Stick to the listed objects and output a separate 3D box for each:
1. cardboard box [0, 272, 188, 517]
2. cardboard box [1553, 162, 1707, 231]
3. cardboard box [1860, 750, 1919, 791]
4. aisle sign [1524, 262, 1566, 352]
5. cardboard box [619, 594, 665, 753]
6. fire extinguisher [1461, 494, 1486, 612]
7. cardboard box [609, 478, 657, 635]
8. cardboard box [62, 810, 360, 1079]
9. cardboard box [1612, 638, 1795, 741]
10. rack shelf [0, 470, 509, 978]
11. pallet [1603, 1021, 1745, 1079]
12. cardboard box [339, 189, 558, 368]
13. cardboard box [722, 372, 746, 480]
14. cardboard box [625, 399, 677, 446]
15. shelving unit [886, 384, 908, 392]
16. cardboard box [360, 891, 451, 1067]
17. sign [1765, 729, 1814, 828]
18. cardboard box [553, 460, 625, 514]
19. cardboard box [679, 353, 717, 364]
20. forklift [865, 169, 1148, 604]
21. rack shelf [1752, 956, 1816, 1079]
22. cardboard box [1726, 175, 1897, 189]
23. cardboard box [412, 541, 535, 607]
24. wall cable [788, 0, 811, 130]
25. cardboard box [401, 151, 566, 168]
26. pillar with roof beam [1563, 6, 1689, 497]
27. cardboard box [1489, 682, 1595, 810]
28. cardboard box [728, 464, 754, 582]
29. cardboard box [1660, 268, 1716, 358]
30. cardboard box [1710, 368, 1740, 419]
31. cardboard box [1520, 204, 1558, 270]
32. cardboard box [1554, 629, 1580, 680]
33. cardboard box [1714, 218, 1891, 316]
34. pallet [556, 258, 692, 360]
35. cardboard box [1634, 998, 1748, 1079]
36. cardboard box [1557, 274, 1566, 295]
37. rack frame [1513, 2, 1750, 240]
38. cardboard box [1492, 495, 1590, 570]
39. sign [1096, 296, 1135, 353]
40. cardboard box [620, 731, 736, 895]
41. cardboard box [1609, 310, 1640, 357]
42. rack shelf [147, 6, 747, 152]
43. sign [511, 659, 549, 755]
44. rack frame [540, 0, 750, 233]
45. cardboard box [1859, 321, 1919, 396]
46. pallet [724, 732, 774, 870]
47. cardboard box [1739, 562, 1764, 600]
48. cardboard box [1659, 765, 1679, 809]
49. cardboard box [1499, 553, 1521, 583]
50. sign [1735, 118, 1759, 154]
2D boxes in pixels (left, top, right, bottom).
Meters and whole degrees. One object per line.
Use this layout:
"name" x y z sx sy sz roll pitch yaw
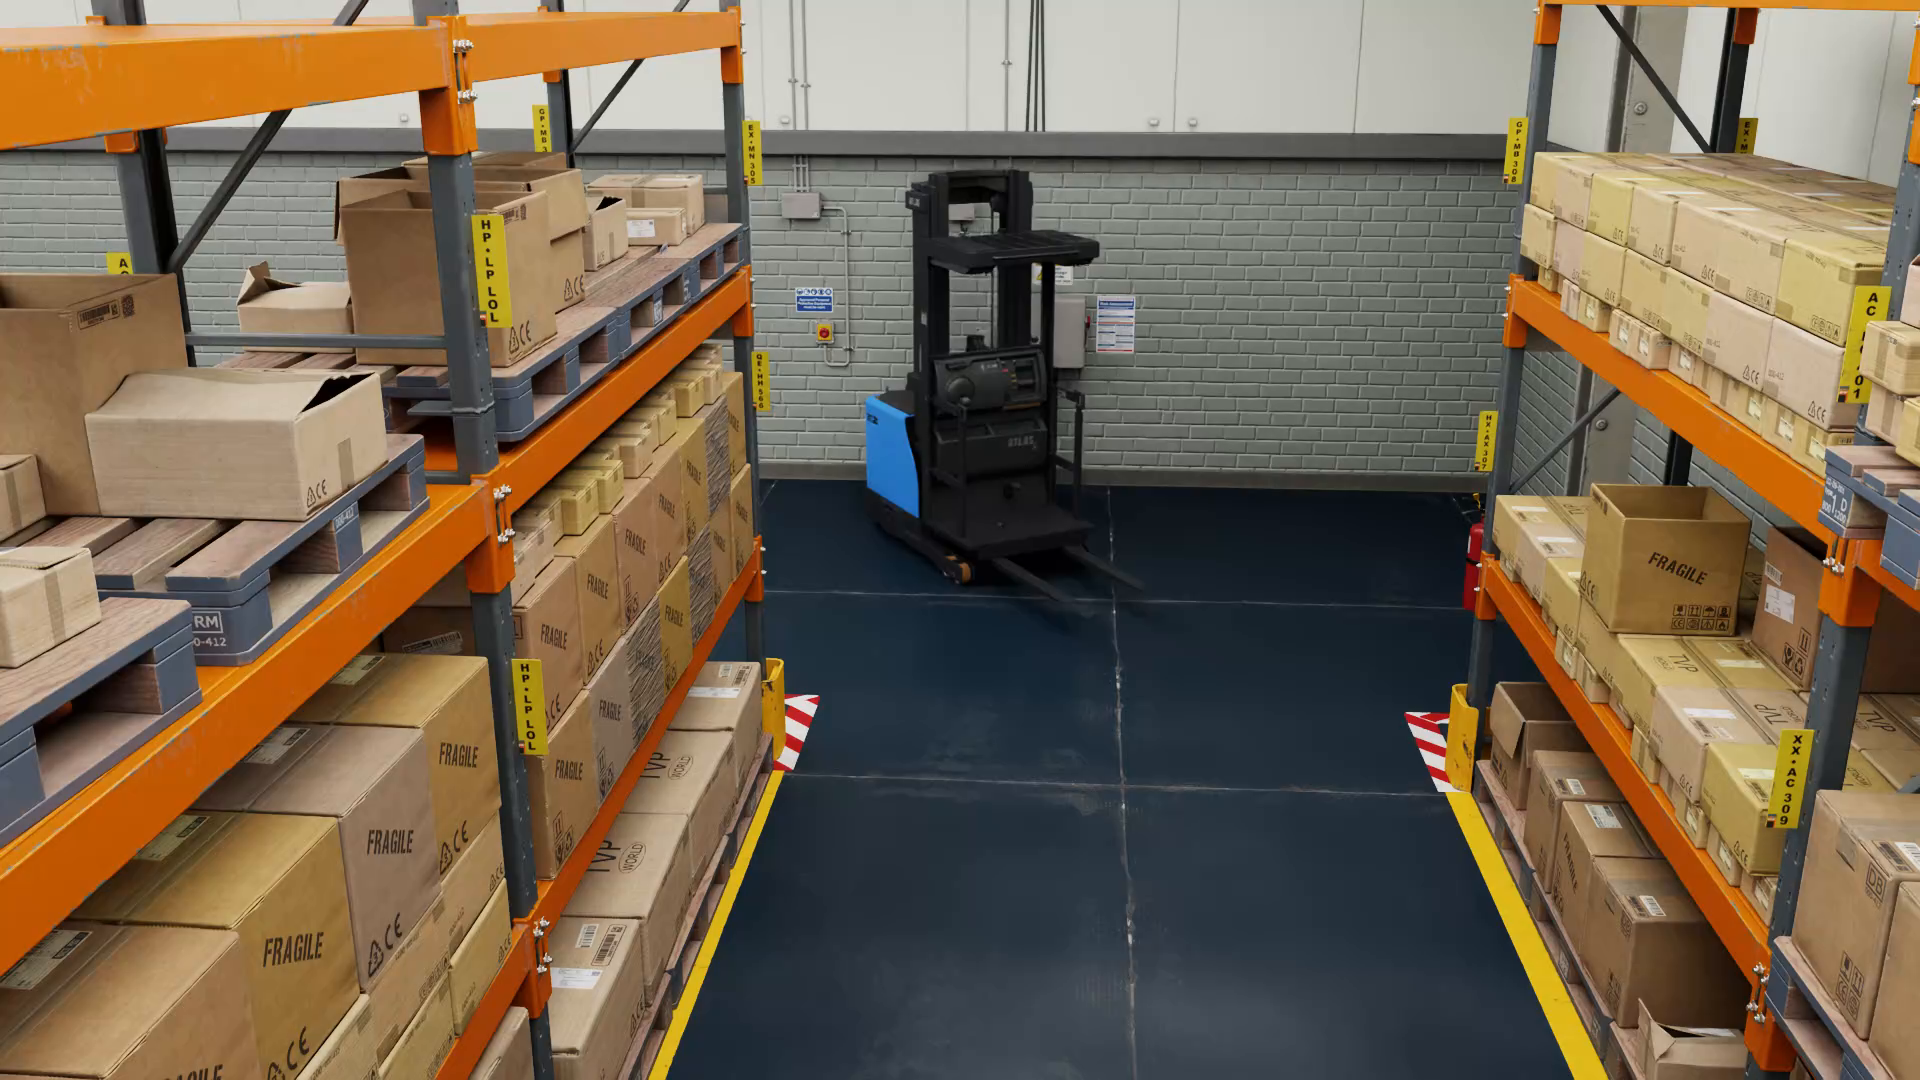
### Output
"cardboard box" -2.257 -0.372 4.090 0.500 0.500 0.500 1 18 3
"cardboard box" 2.996 -1.543 7.458 0.500 0.250 0.500 1 18 4
"cardboard box" 3.352 0.925 5.547 0.500 0.250 0.500 1 18 3
"aisle sign" 3.046 -1.363 8.590 0.394 0.787 0.004 1 18 4
"cardboard box" -1.527 0.535 6.813 0.500 0.500 0.500 1 18 4
"fire extinguisher" 2.883 0.058 9.152 0.296 0.674 0.183 1 18 4
"cardboard box" -1.538 0.052 6.681 0.500 0.500 0.500 2 18 5
"cardboard box" -1.772 0.972 3.872 0.500 0.500 0.500 2 18 6
"cardboard box" 2.910 0.598 6.543 0.500 0.250 0.500 1 18 4
"rack shelf" -2.048 0.570 3.203 1.077 0.370 4.000 1 18 4
"pallet" 3.097 2.254 6.204 1.003 0.211 1.213 1 18 4
"cardboard box" -1.653 -0.865 5.433 0.500 0.500 0.500 2 18 5
"cardboard box" -1.415 -0.577 8.601 0.500 0.500 0.500 2 18 6
"cardboard box" -1.480 -0.527 7.406 0.380 0.149 0.250 2 18 5
"shelving unit" -0.475 -0.769 14.083 0.215 1.050 0.252 -9 20 -26
"cardboard box" -1.722 1.164 4.491 0.500 0.250 0.500 2 18 5
"sign" 2.505 0.721 5.014 0.100 0.325 0.005 1 18 4
"cardboard box" -1.517 -0.208 6.433 0.380 0.149 0.250 1 18 2
"cardboard box" -1.438 -0.845 8.377 0.380 0.149 0.250 2 18 5
"forklift" 0.332 -1.216 12.426 1.130 2.935 3.031 -9 20 -26
"rack shelf" 2.903 2.105 3.336 1.077 0.370 4.000 1 18 4
"cardboard box" 3.516 -1.367 6.920 0.500 0.250 0.500 1 18 4
"cardboard box" -1.623 0.110 5.463 0.380 0.149 0.250 1 18 3
"wall cable" -1.491 -4.833 13.722 0.463 3.000 0.029 1 18 4
"cardboard box" -1.912 -1.307 6.781 0.500 0.500 0.500 2 18 5
"pillar with roof beam" 0.132 -3.864 10.764 9.100 9.000 0.400 1 18 4
"cardboard box" 3.195 1.075 8.661 0.797 0.503 0.637 1 18 2
"cardboard box" -1.388 -0.101 8.754 0.500 0.500 0.500 1 18 4
"cardboard box" 2.907 -0.829 6.082 0.500 0.250 0.500 2 18 5
"cardboard box" 2.849 -0.517 5.770 0.380 0.149 0.250 1 18 4
"cardboard box" 3.029 -1.464 8.019 0.500 0.250 0.500 1 18 3
"cardboard box" 2.894 0.514 7.439 0.380 0.149 0.250 1 18 2
"cardboard box" 2.870 -0.911 5.528 0.500 0.250 0.500 1 18 3
"pallet" -1.745 -0.982 6.929 1.003 0.211 1.213 1 18 4
"cardboard box" 2.819 1.952 6.366 0.396 0.266 0.258 2 18 6
"cardboard box" 3.086 -1.230 7.946 0.380 0.149 0.250 2 18 5
"rack frame" 3.334 -2.951 7.976 1.000 3.000 0.127 1 18 4
"cardboard box" 3.032 -0.035 8.476 0.500 0.250 0.500 1 18 4
"sign" 1.356 -1.877 14.487 0.329 0.494 0.001 1 18 4
"cardboard box" -1.622 1.300 8.078 0.875 0.438 0.875 2 18 5
"cardboard box" 2.872 -0.838 6.750 0.380 0.149 0.250 1 18 4
"rack shelf" -1.761 -1.907 6.590 1.077 0.370 4.000 1 18 4
"sign" -1.362 0.529 5.258 0.100 0.325 0.005 1 18 4
"rack frame" -1.618 -3.060 8.311 1.000 3.000 0.127 1 18 4
"cardboard box" 2.588 -0.469 4.311 0.380 0.149 0.250 2 18 6
"pallet" -1.597 1.366 8.916 1.003 0.211 1.213 1 18 4
"cardboard box" 3.487 0.293 7.476 0.500 0.250 0.500 2 18 6
"cardboard box" 2.855 0.914 6.221 0.380 0.149 0.250 2 18 5
"cardboard box" 3.036 0.115 8.657 0.380 0.149 0.250 1 18 3
"sign" 3.886 -1.927 8.249 0.100 0.325 0.005 1 18 4
